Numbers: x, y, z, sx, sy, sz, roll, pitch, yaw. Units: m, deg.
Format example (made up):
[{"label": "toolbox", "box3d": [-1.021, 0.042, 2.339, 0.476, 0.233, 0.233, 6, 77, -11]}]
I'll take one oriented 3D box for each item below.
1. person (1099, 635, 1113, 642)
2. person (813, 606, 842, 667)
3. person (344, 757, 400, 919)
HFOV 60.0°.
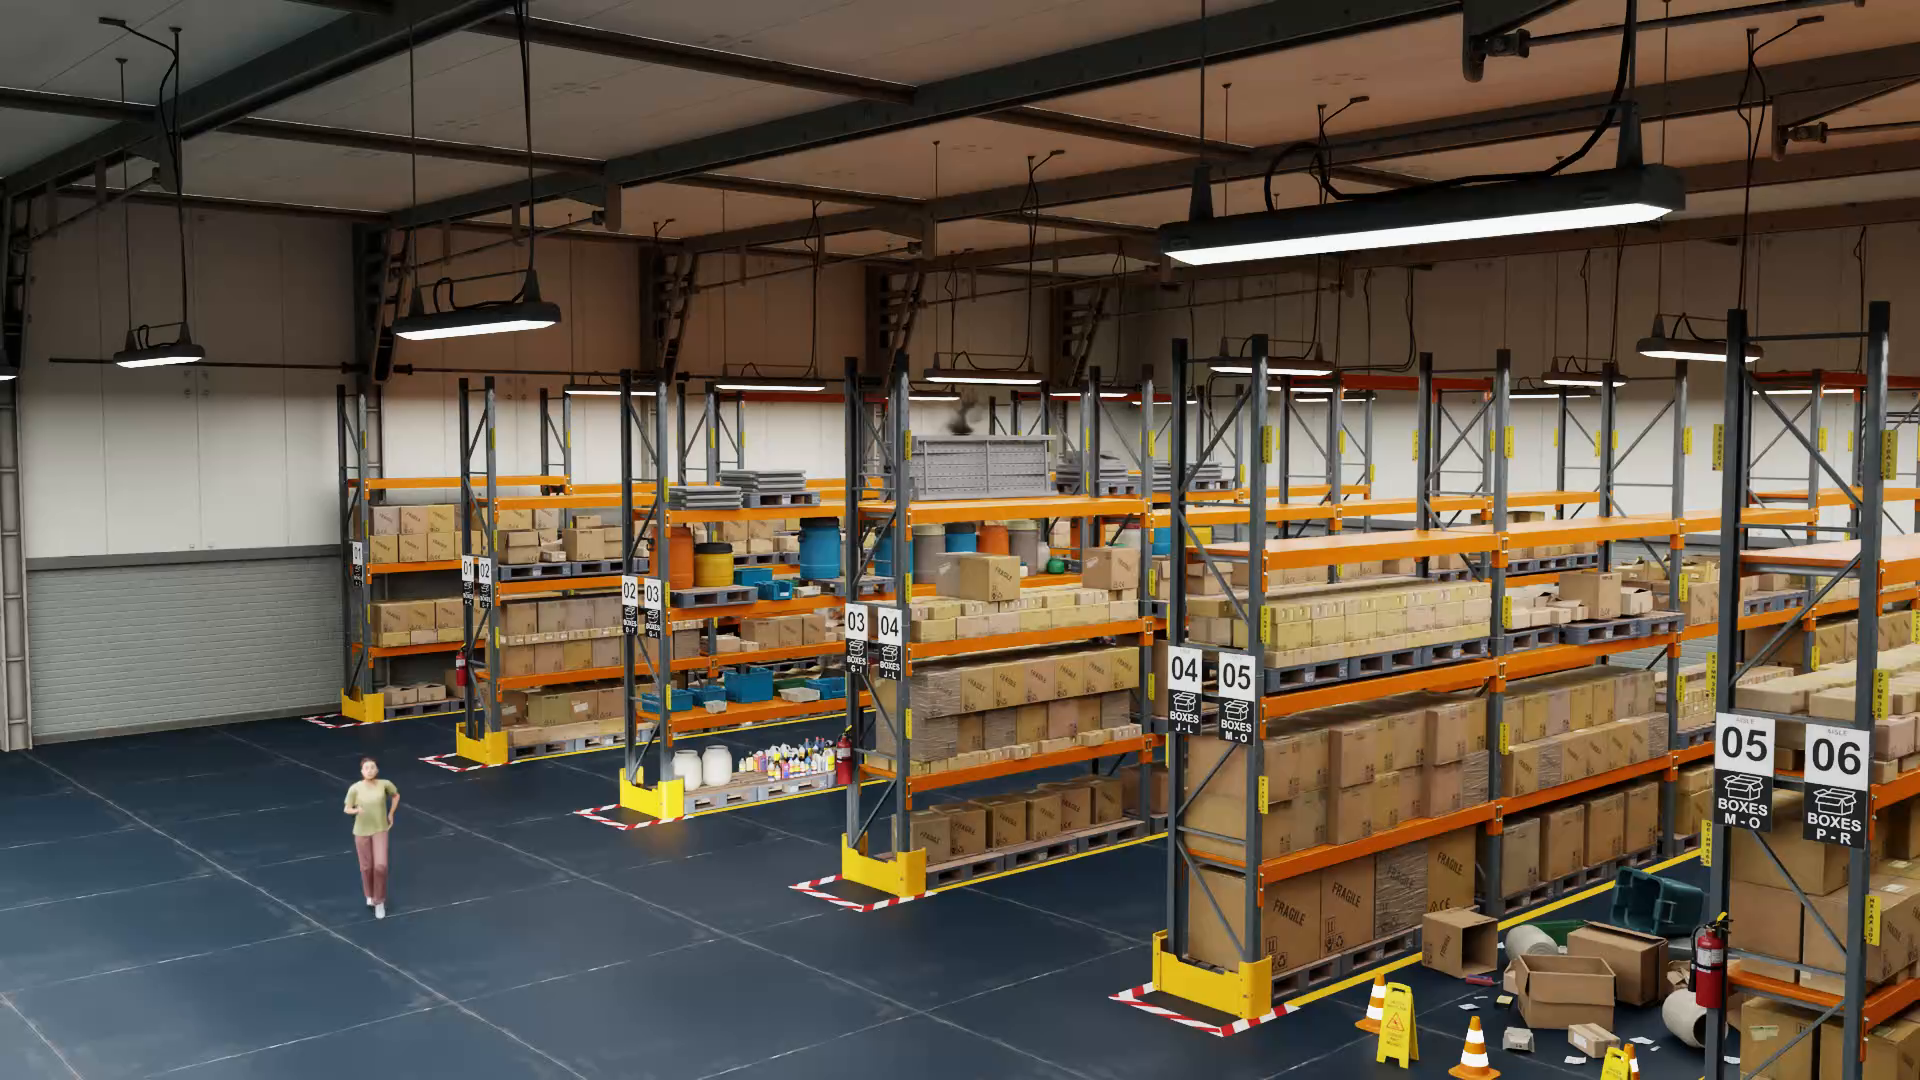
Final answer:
[{"label": "person", "box3d": [2.812, 1.921, 32.705, 0.614, 1.645, 0.589, 4, 5, 44]}, {"label": "person", "box3d": [-2.769, 1.784, 33.768, 0.692, 1.759, 0.721, 3, 5, 39]}, {"label": "person", "box3d": [-6.281, 3.167, 17.764, 0.558, 1.713, 0.668, -1, 4, -17]}]
